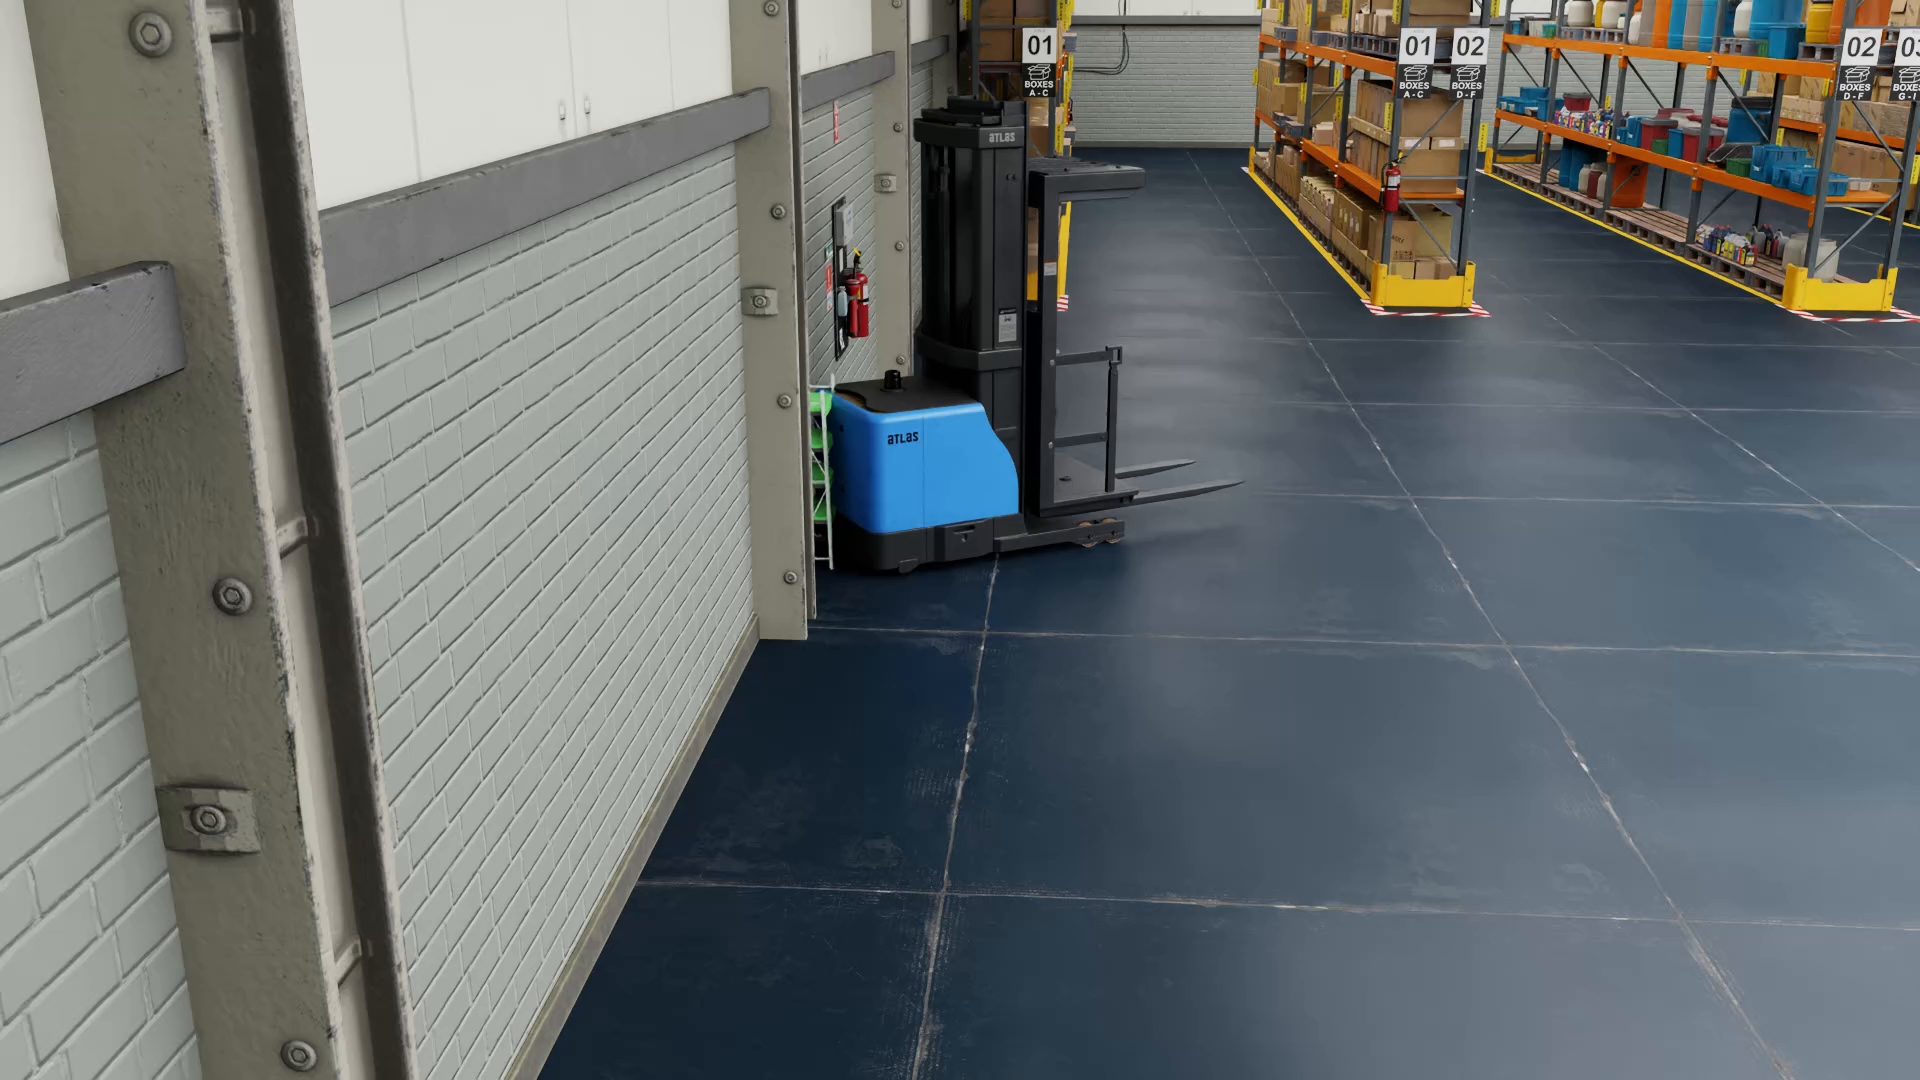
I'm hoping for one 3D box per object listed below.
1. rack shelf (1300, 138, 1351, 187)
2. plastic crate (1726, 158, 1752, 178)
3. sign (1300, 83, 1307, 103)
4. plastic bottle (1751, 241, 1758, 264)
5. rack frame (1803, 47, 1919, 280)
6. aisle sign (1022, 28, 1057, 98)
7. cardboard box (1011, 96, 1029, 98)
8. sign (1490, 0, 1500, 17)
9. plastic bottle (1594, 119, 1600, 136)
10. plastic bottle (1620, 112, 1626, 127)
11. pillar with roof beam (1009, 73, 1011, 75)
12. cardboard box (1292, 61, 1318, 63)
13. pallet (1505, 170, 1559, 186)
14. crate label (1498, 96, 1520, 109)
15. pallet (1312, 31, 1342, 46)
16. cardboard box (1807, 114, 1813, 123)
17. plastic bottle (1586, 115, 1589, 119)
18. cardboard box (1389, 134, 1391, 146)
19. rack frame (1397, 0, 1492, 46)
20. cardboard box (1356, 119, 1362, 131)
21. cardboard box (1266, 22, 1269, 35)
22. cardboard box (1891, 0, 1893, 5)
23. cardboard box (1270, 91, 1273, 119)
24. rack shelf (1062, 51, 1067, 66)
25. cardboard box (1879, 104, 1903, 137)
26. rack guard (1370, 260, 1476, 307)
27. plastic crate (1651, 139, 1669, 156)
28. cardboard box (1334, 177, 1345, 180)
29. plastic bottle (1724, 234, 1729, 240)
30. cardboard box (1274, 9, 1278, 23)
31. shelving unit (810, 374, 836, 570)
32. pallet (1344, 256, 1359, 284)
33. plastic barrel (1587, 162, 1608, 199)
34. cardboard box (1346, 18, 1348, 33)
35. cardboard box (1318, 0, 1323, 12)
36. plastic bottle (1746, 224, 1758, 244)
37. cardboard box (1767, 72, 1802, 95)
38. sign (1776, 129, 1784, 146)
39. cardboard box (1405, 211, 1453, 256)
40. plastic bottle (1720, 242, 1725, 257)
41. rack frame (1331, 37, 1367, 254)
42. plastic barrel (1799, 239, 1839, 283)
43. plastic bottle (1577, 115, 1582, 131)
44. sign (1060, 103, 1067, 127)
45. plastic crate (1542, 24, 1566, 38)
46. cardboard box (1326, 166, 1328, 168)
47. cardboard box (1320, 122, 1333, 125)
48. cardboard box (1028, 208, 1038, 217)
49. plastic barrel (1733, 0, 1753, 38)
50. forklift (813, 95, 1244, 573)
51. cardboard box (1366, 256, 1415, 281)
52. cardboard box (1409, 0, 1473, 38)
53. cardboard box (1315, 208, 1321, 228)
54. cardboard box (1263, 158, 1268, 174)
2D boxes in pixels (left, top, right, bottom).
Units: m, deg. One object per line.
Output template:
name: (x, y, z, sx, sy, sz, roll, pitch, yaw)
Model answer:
rack shelf: (6.010, -5.813, 25.502, 1.077, 0.370, 4.000, 1, 18, 4)
plastic crate: (10.428, -4.906, 21.919, 0.450, 0.188, 0.662, 1, 18, 4)
sign: (5.611, -7.298, 27.146, 0.100, 0.325, 0.005, 1, 18, 4)
plastic bottle: (10.366, -3.754, 21.718, 0.061, 0.283, 0.133, 1, 18, 4)
rack frame: (10.520, -4.180, 19.362, 1.000, 3.000, 0.127, 1, 18, 4)
aisle sign: (0.933, -5.607, 19.544, 0.394, 0.787, 0.004, 1, 18, 4)
cardboard box: (1.175, -6.822, 26.558, 0.700, 0.500, 0.500, 0, 18, -1)
sign: (6.133, -6.156, 19.044, 0.100, 0.325, 0.005, 1, 18, 4)
plastic bottle: (10.768, -6.967, 28.073, 0.097, 0.271, 0.097, 0, 18, 0)
plastic bottle: (11.401, -7.210, 28.689, 0.144, 0.351, 0.185, 1, 18, 4)
pillar with roof beam: (5.410, -12.983, 36.593, 9.100, 9.000, 0.400, 1, 18, 4)
cardboard box: (6.901, -9.321, 33.286, 0.500, 0.500, 0.500, 2, 18, 5)
pallet: (11.479, -7.191, 33.030, 1.003, 0.211, 1.213, 1, 18, 4)
crate label: (11.321, -9.029, 34.333, 0.416, 0.233, 0.303, 1, 18, 4)
pallet: (6.194, -7.899, 26.199, 1.213, 0.211, 1.003, 2, 18, 6)
cardboard box: (16.034, -7.859, 30.994, 0.380, 0.149, 0.250, 2, 18, 5)
plastic bottle: (10.863, -7.197, 28.756, 0.061, 0.283, 0.133, 1, 18, 4)
cardboard box: (5.435, -4.852, 20.210, 0.380, 0.149, 0.250, 2, 18, 5)
rack frame: (5.580, -7.142, 18.769, 1.000, 3.000, 0.127, 1, 18, 4)
cardboard box: (5.619, -5.652, 22.654, 0.380, 0.149, 0.250, 1, 18, 2)
cardboard box: (6.353, -10.151, 33.008, 0.500, 0.250, 0.500, 1, 18, 4)
cardboard box: (16.289, -9.288, 29.300, 0.700, 0.500, 0.500, 2, 18, 5)
cardboard box: (6.256, -8.387, 32.042, 0.500, 0.500, 0.500, 2, 18, 5)
rack shelf: (1.069, -7.348, 25.369, 1.077, 0.370, 4.000, 1, 18, 4)
cardboard box: (15.898, -7.076, 28.041, 0.500, 0.500, 0.500, 1, 18, 2)
rack guard: (5.578, -3.096, 20.070, 1.175, 0.500, 0.348, 1, 18, 4)
plastic crate: (10.650, -5.869, 24.856, 0.450, 0.188, 0.662, 1, 18, 4)
cardboard box: (6.361, -5.768, 27.048, 0.500, 0.311, 0.500, 2, 18, 5)
plastic bottle: (10.348, -3.988, 22.452, 0.097, 0.271, 0.097, 0, 18, 0)
cardboard box: (6.243, -9.923, 31.509, 0.500, 0.250, 0.500, 1, 18, 4)
shelving unit: (-0.948, -0.445, 10.894, 0.258, 1.200, 0.503, 0, 18, 4)
pallet: (5.683, -3.583, 22.018, 1.003, 0.211, 1.213, 1, 18, 4)
plastic barrel: (11.193, -6.221, 28.790, 0.600, 0.588, 0.708, 1, 18, 4)
cardboard box: (6.065, -7.680, 24.794, 0.500, 0.250, 0.500, 0, 18, -1)
cardboard box: (6.227, -9.018, 27.544, 0.500, 0.500, 0.500, 1, 18, 4)
plastic bottle: (10.904, -4.169, 22.877, 0.144, 0.351, 0.185, 1, 18, 4)
cardboard box: (16.237, -9.006, 32.649, 0.500, 0.500, 0.500, 1, 18, 2)
sign: (11.355, -5.538, 23.063, 0.100, 0.325, 0.005, 1, 18, 4)
cardboard box: (5.874, -3.858, 20.916, 0.500, 0.500, 0.500, 1, 18, 4)
plastic bottle: (10.278, -3.914, 22.338, 0.097, 0.201, 0.097, 0, 18, 0)
rack frame: (5.867, -5.534, 23.495, 1.000, 3.000, 0.127, 1, 18, 4)
plastic barrel: (10.491, -3.403, 20.313, 0.421, 0.512, 0.421, 0, 18, 0)
plastic bottle: (10.842, -7.285, 29.046, 0.097, 0.271, 0.097, 0, 18, 0)
sign: (1.467, -6.045, 23.664, 0.100, 0.325, 0.005, 1, 18, 4)
plastic crate: (11.127, -9.543, 31.180, 0.416, 0.233, 0.300, 1, 18, 4)
cardboard box: (6.544, -6.251, 28.990, 0.500, 0.500, 0.500, 1, 18, 3)
cardboard box: (6.084, -6.622, 26.958, 0.500, 0.311, 0.500, 2, 18, 7)
cardboard box: (0.891, -4.341, 23.163, 0.500, 0.500, 0.500, 0, 18, 0)
plastic barrel: (10.580, -6.971, 22.209, 0.421, 0.512, 0.421, 0, 18, 0)
forklift: (0.555, -1.481, 11.236, 3.031, 2.935, 1.130, -9, 20, -26)
cardboard box: (5.323, -3.358, 20.594, 0.500, 0.250, 0.500, 1, 18, 4)
cardboard box: (5.625, -6.211, 19.677, 0.797, 0.503, 0.637, 3, 18, 8)
cardboard box: (5.681, -4.878, 25.234, 0.500, 0.250, 0.500, 2, 18, 5)
cardboard box: (6.252, -7.366, 32.698, 0.500, 0.311, 0.500, 1, 18, 4)
